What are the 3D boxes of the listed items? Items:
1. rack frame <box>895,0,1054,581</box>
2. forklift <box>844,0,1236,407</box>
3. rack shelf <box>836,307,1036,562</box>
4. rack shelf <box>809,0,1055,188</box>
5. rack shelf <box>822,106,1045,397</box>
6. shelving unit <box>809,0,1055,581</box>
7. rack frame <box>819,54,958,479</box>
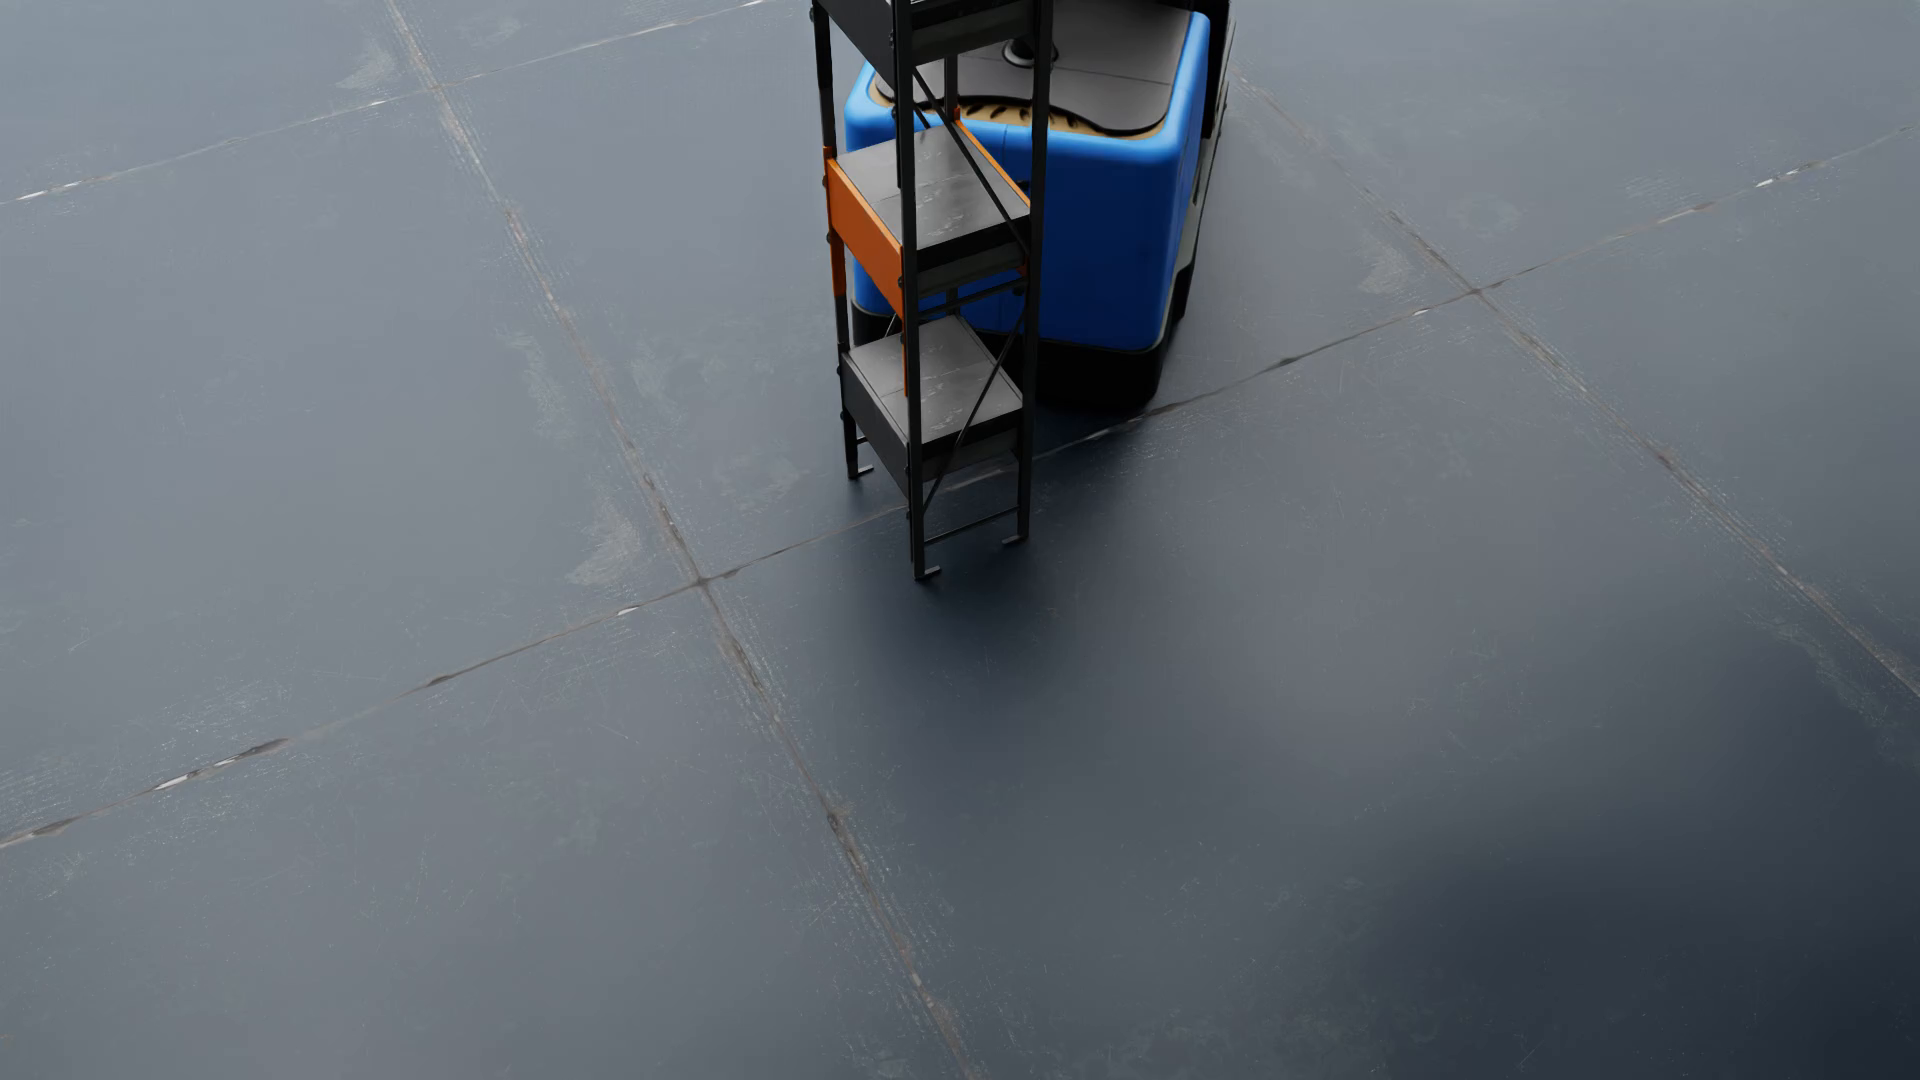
[{"bbox_3d":[0.036,-0.639,4.414,0.400,2.100,0.015,-21,52,-18],"label":"rack frame"},{"bbox_3d":[0.461,-2.543,5.527,1.130,2.935,3.031,10,50,8],"label":"forklift"},{"bbox_3d":[-0.076,-0.332,5.094,0.431,0.518,0.480,-21,52,-18],"label":"rack shelf"},{"bbox_3d":[-0.076,-1.254,4.040,0.431,0.518,0.480,-21,52,-18],"label":"rack shelf"},{"bbox_3d":[-0.076,-0.793,4.567,0.431,0.518,0.480,-21,52,-18],"label":"rack shelf"},{"bbox_3d":[-0.076,-0.802,4.557,0.431,2.100,0.503,-21,52,-18],"label":"shelving unit"},{"bbox_3d":[-0.187,-0.965,4.699,0.400,2.100,0.015,-21,52,-18],"label":"rack frame"}]
